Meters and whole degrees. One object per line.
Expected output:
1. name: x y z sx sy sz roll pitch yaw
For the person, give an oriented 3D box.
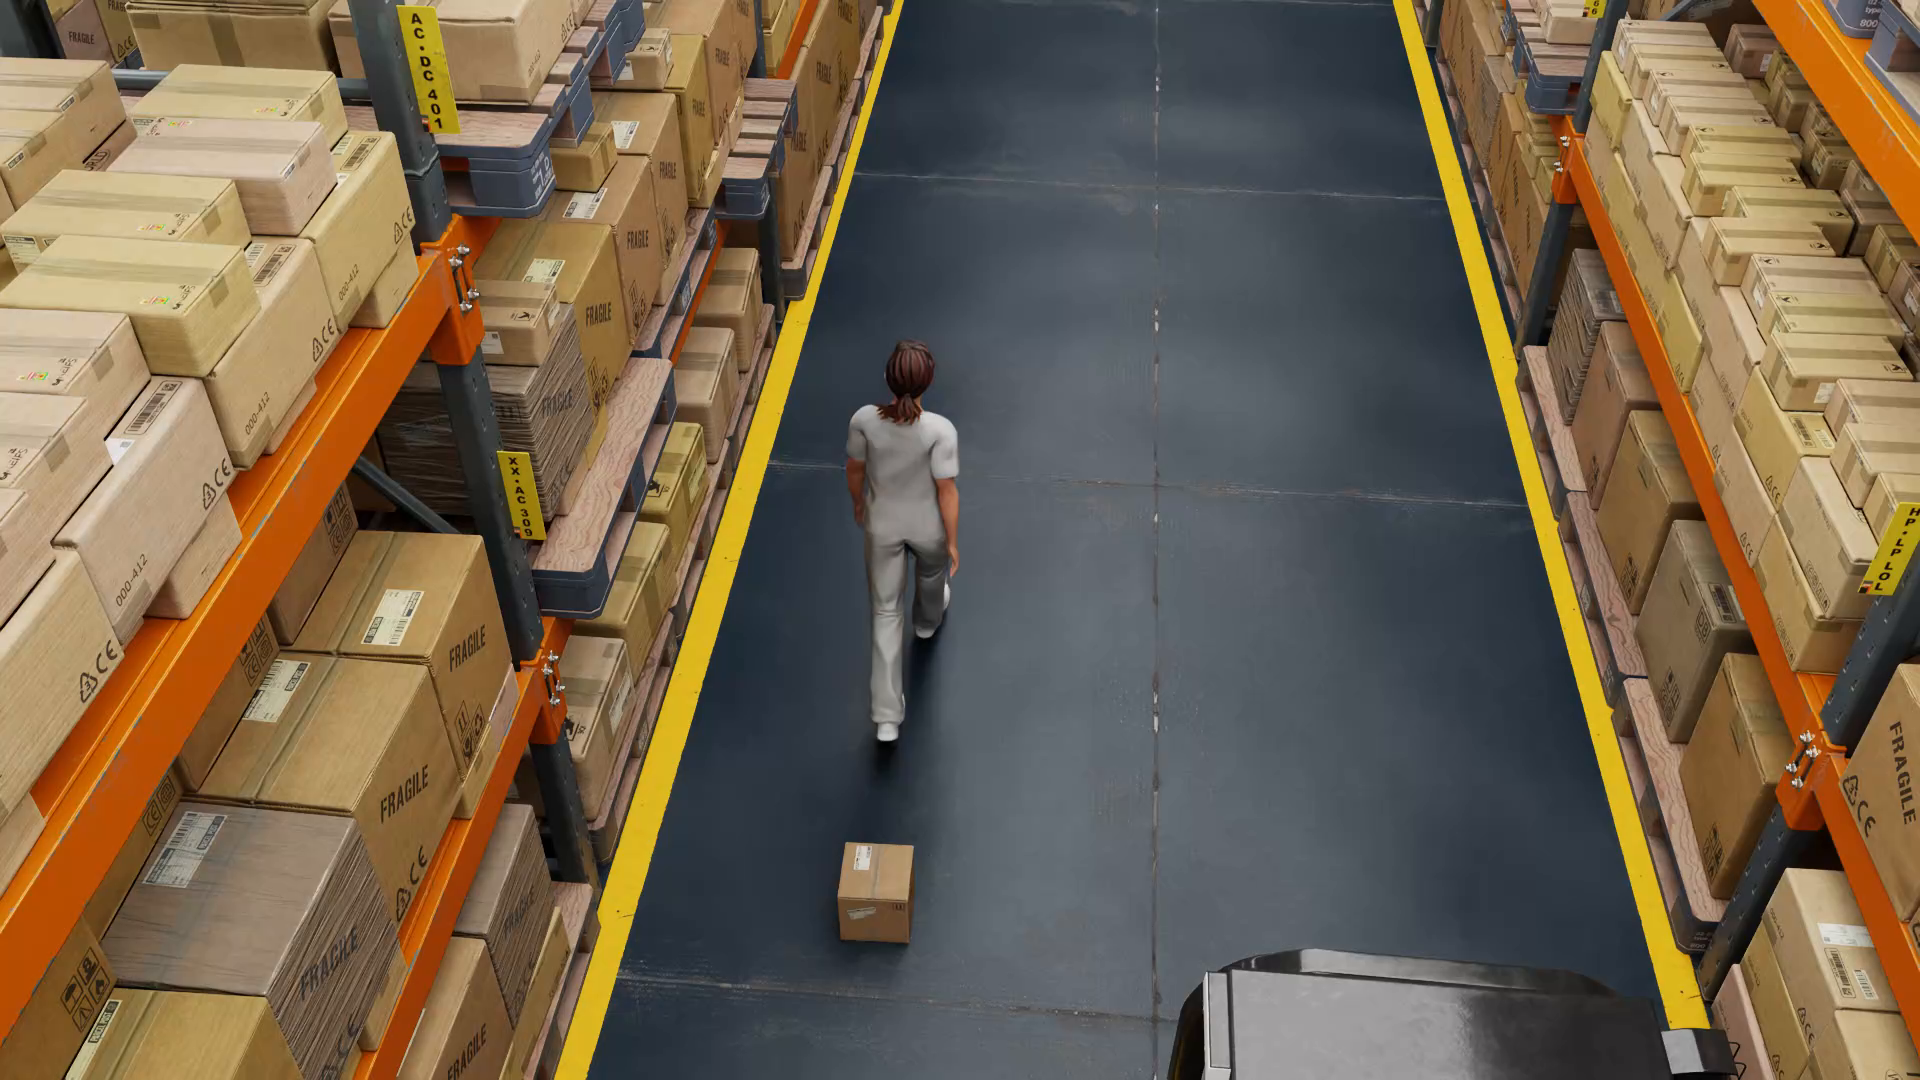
1. person: -0.223 -0.050 6.524 0.459 1.620 1.037 4 40 5
